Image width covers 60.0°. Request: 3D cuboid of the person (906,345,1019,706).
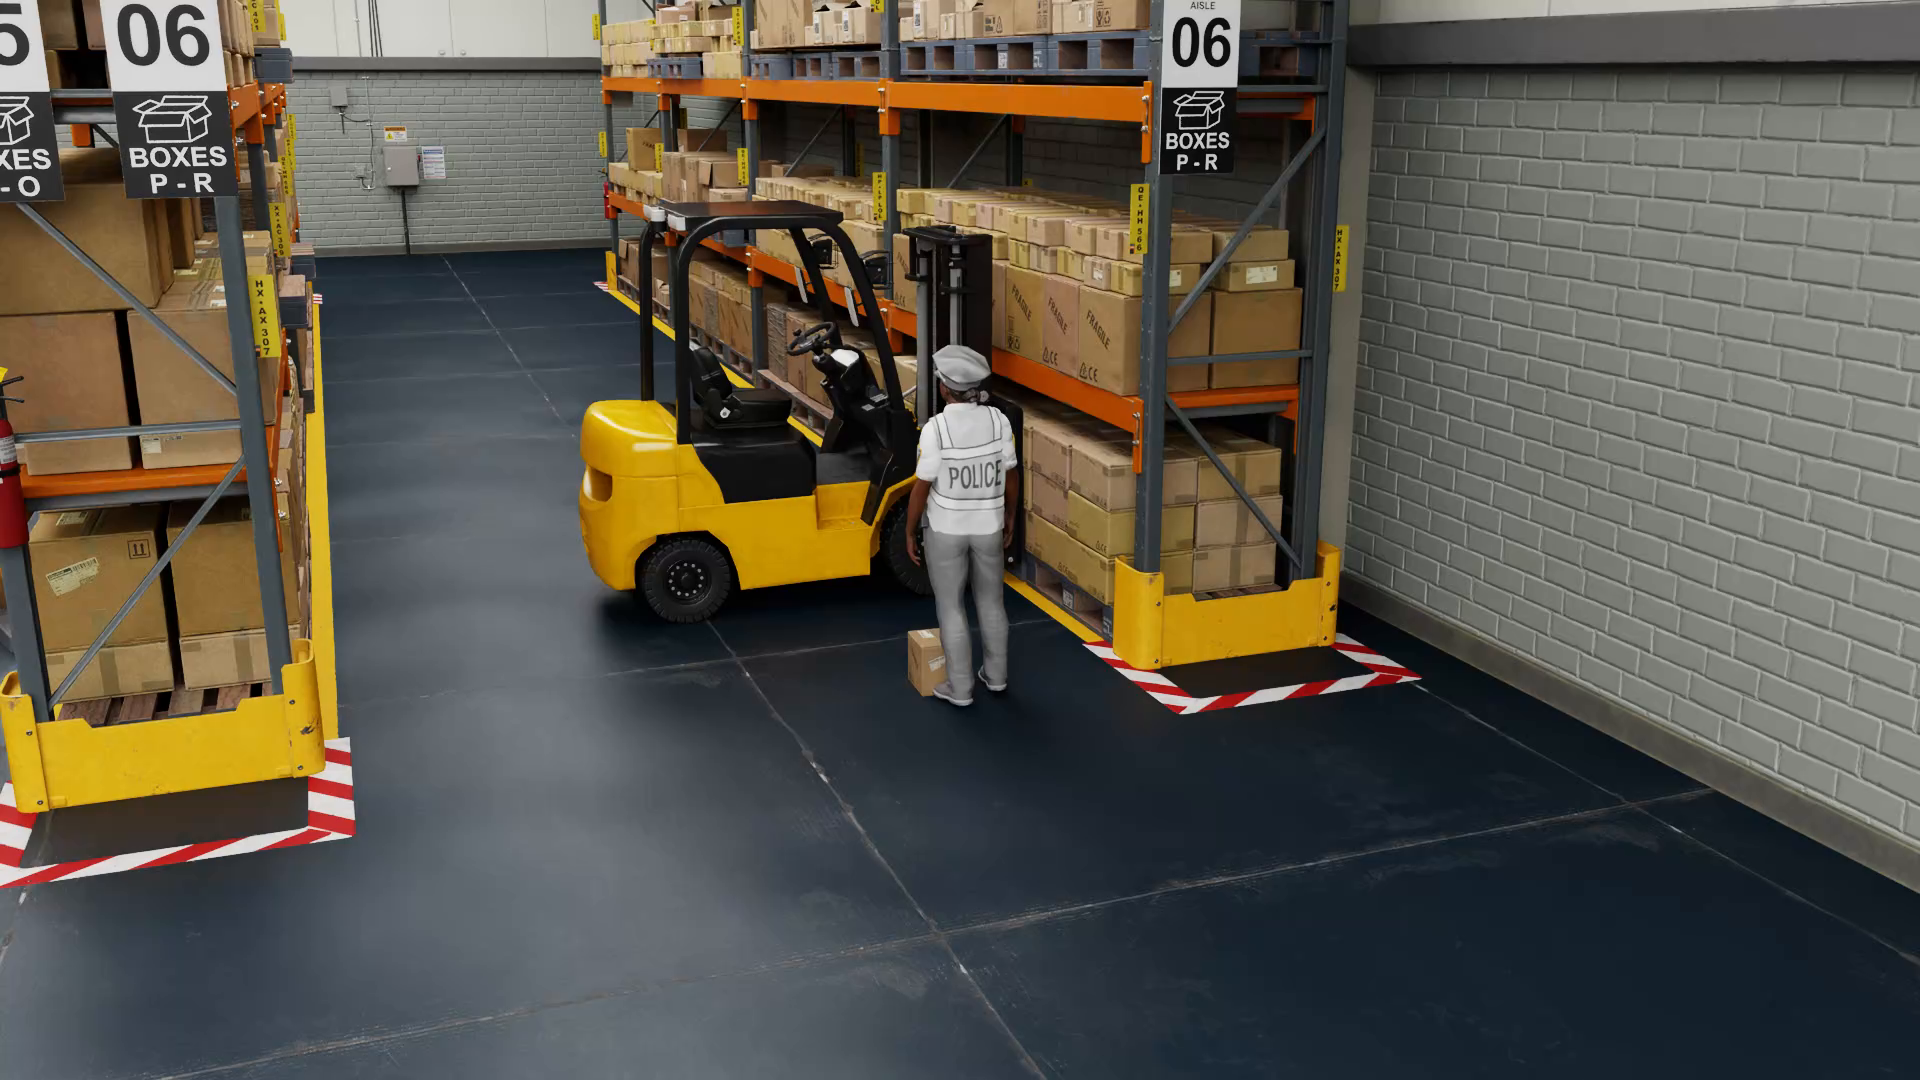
[{"bbox_3d":[0.005,-0.067,7.675,0.570,1.695,0.527,-6,17,-20],"label":"person"}]
